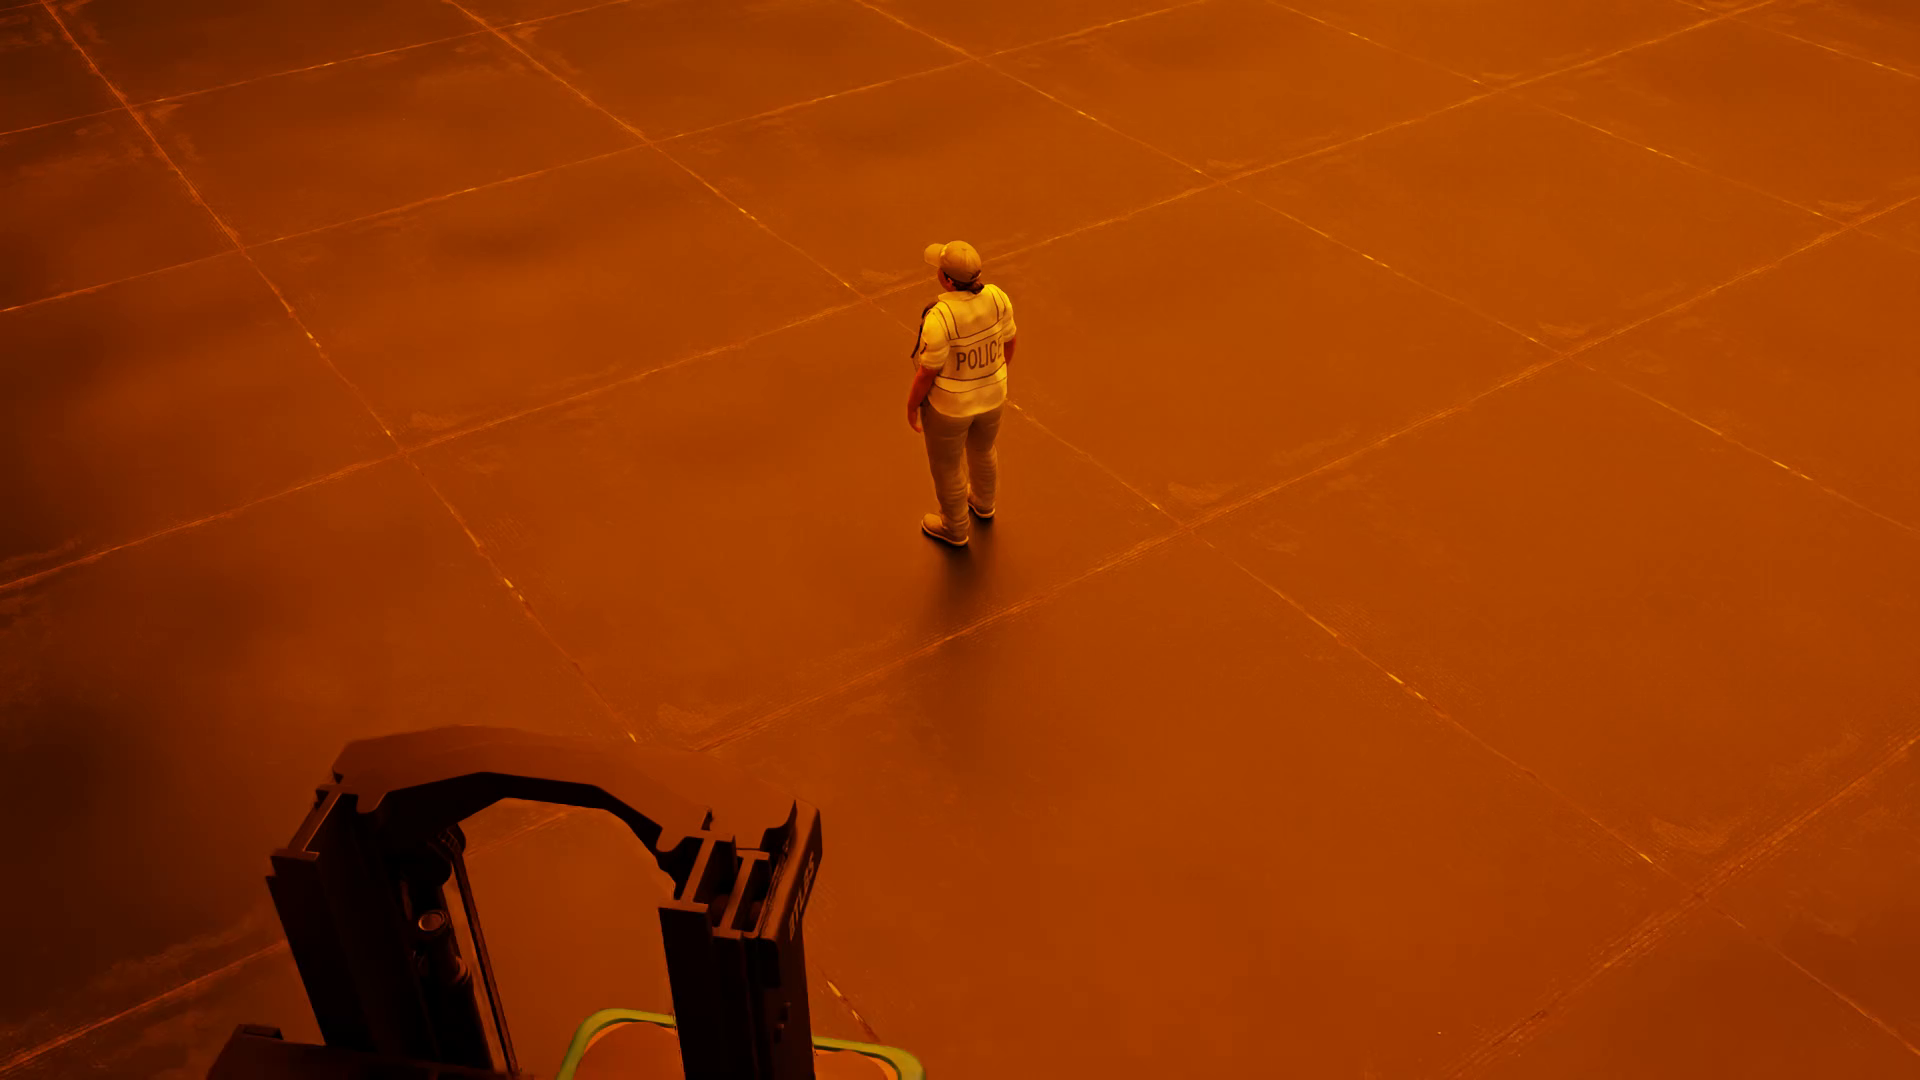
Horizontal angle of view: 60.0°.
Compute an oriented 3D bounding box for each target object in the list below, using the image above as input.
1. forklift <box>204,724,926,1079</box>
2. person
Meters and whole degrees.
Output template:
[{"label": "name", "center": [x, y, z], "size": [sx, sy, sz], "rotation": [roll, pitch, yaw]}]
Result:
[{"label": "forklift", "center": [-0.833, 1.937, 3.325], "size": [1.130, 2.935, 3.031], "rotation": [6, 37, 8]}, {"label": "person", "center": [-0.026, -0.721, 7.971], "size": [0.599, 1.670, 0.529], "rotation": [-23, 42, -28]}]
